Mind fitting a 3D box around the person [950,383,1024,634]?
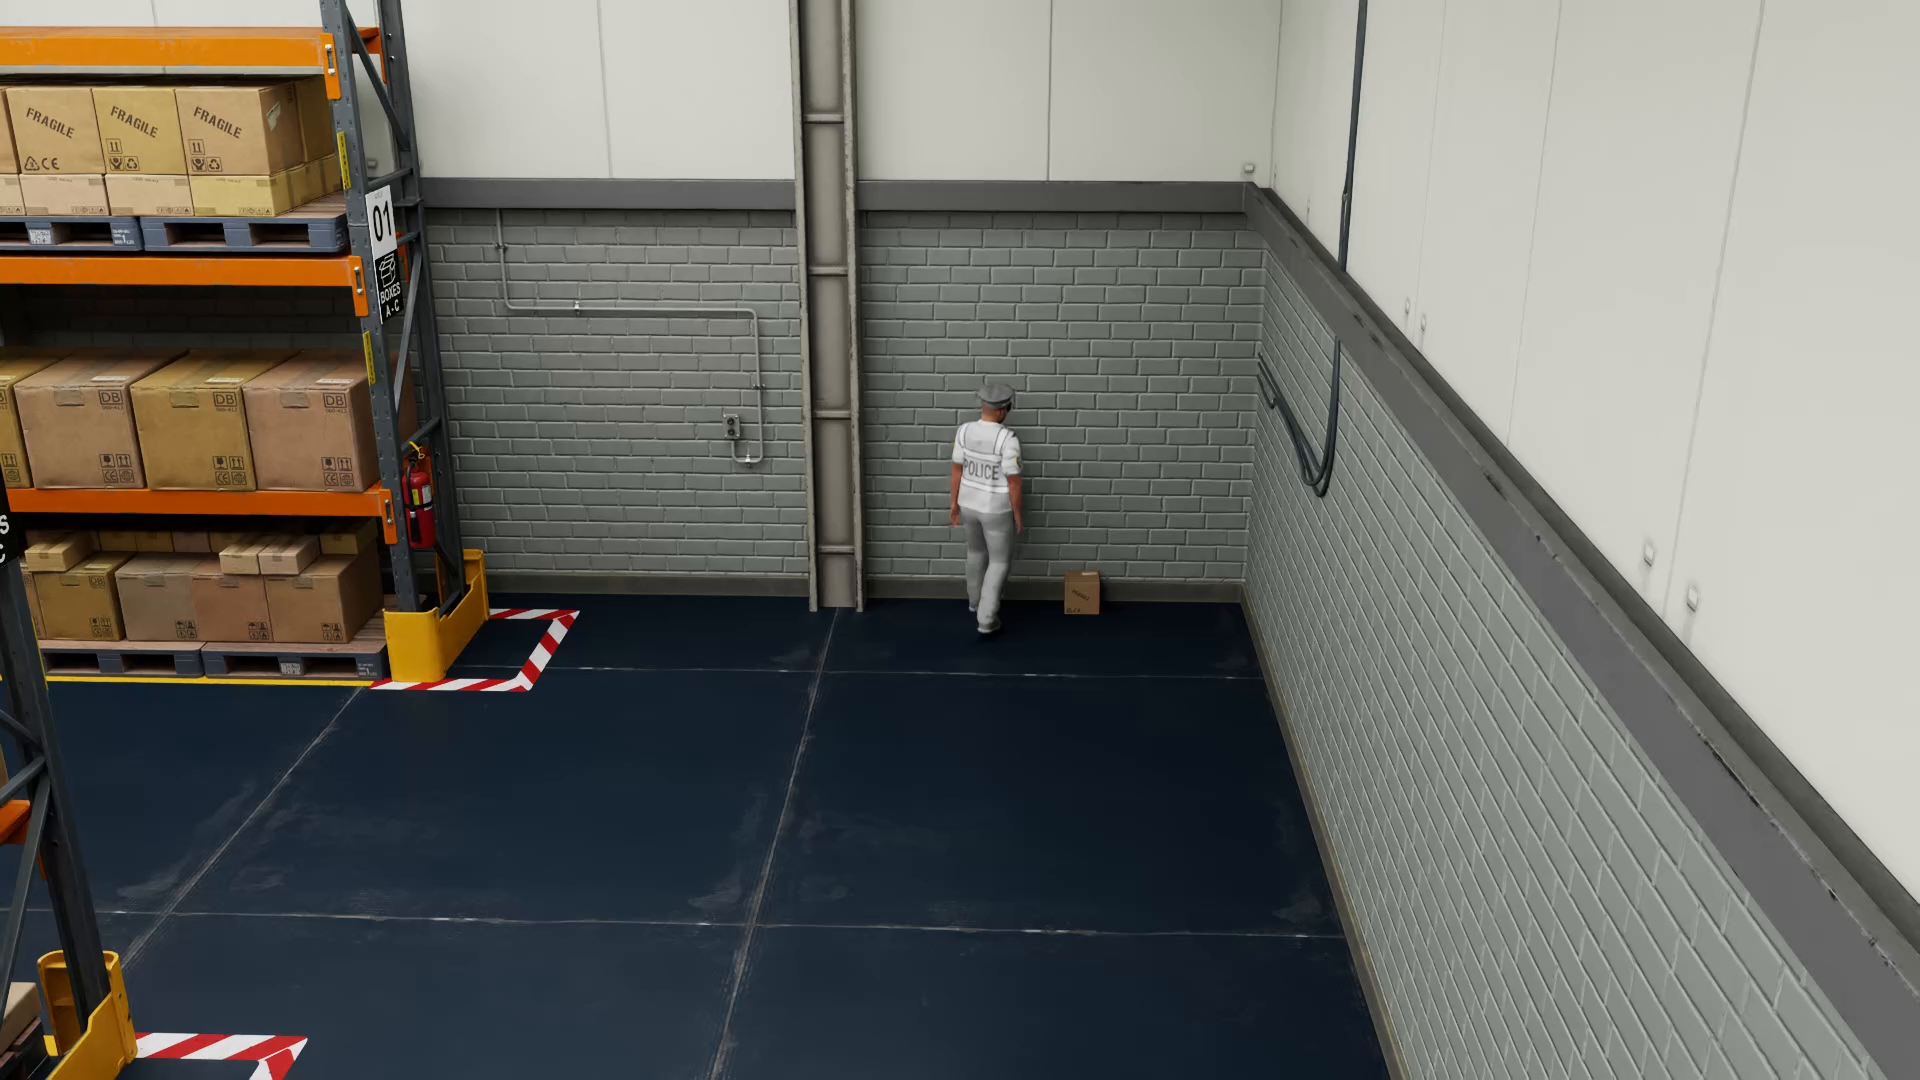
[{"bbox_3d":[0.213,-0.244,11.693,0.563,1.734,0.708,14,25,32],"label":"person"}]
